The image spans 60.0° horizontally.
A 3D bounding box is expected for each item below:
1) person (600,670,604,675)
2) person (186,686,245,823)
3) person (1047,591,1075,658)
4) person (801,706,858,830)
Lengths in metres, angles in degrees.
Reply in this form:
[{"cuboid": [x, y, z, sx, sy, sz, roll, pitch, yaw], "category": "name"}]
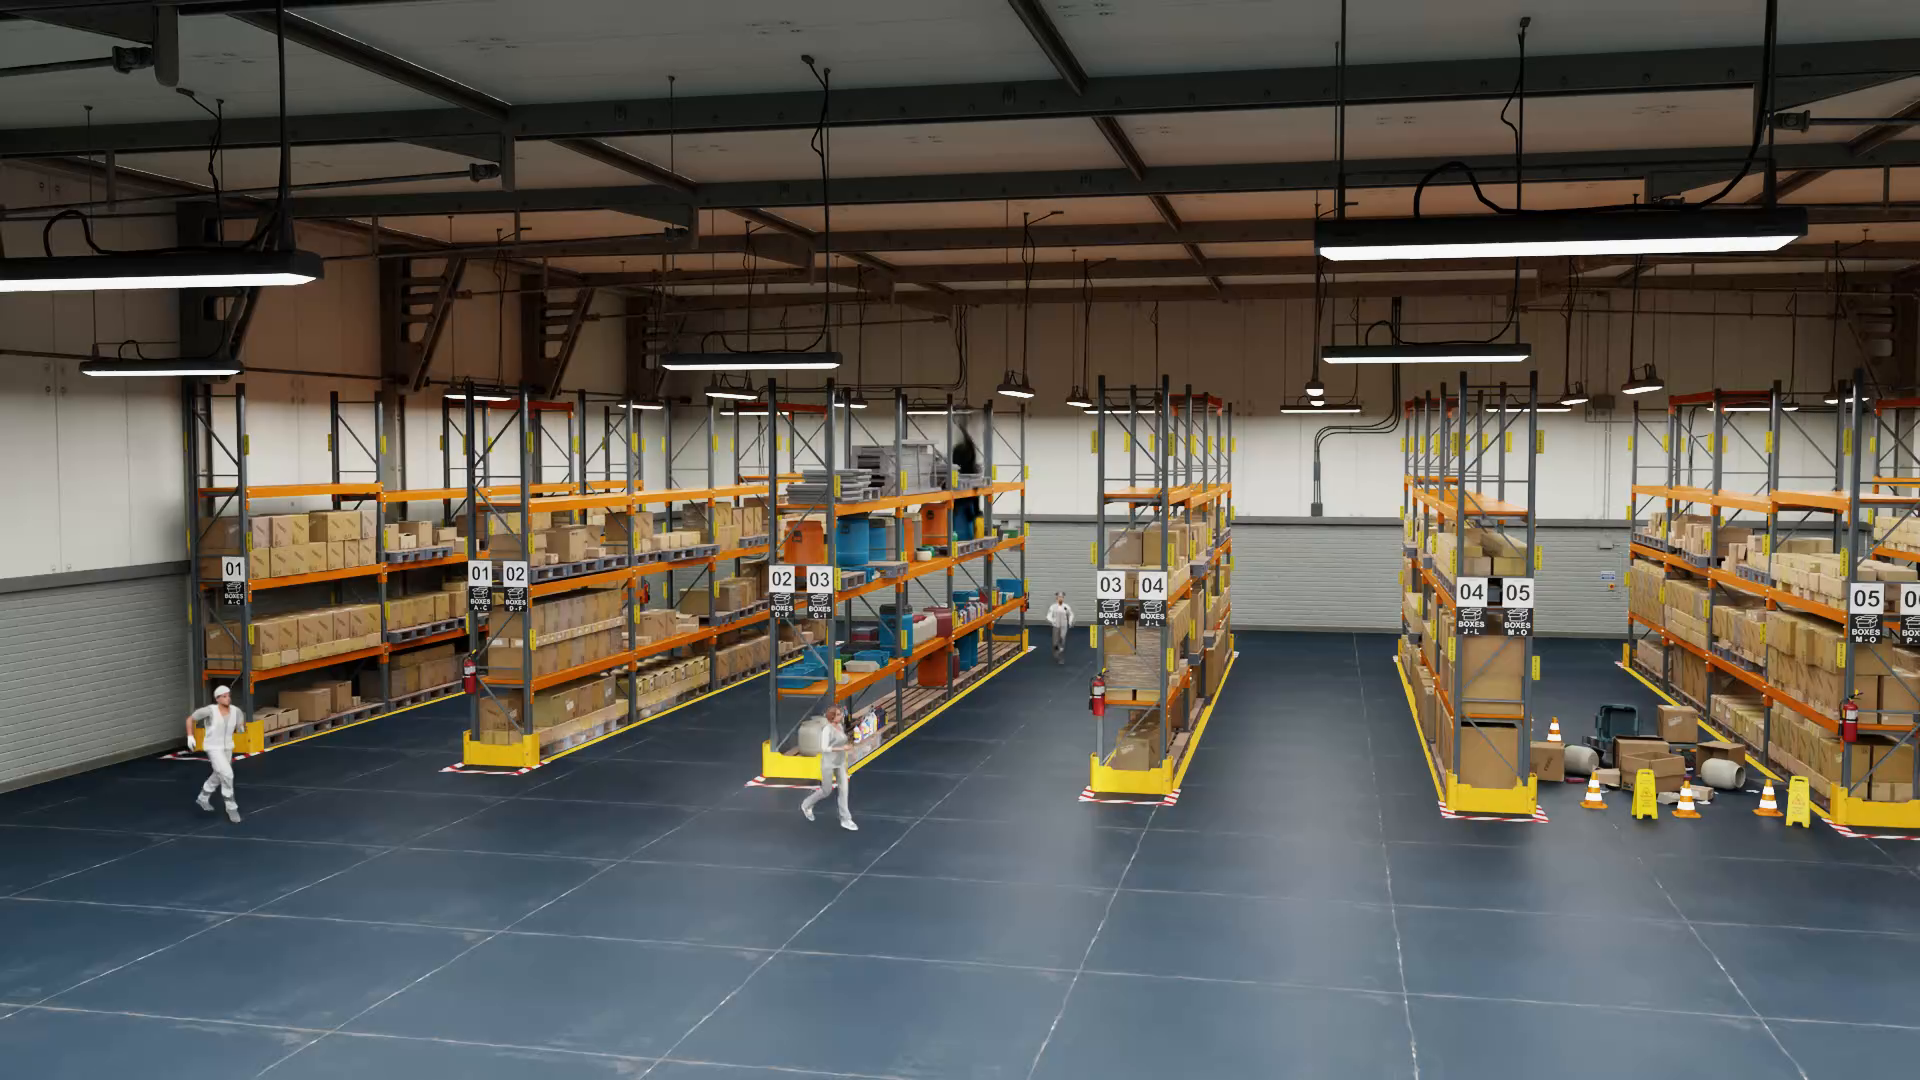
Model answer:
[{"cuboid": [-7.610, 2.241, 34.370, 0.569, 1.607, 0.529, 1, 3, 10], "category": "person"}, {"cuboid": [-9.934, 2.844, 22.242, 0.896, 1.825, 0.693, 2, 4, 32], "category": "person"}, {"cuboid": [2.306, 1.956, 38.029, 0.625, 1.572, 0.818, 0, 3, 4], "category": "person"}, {"cuboid": [-1.685, 2.943, 21.636, 0.881, 1.586, 0.537, 2, 4, 33], "category": "person"}]
